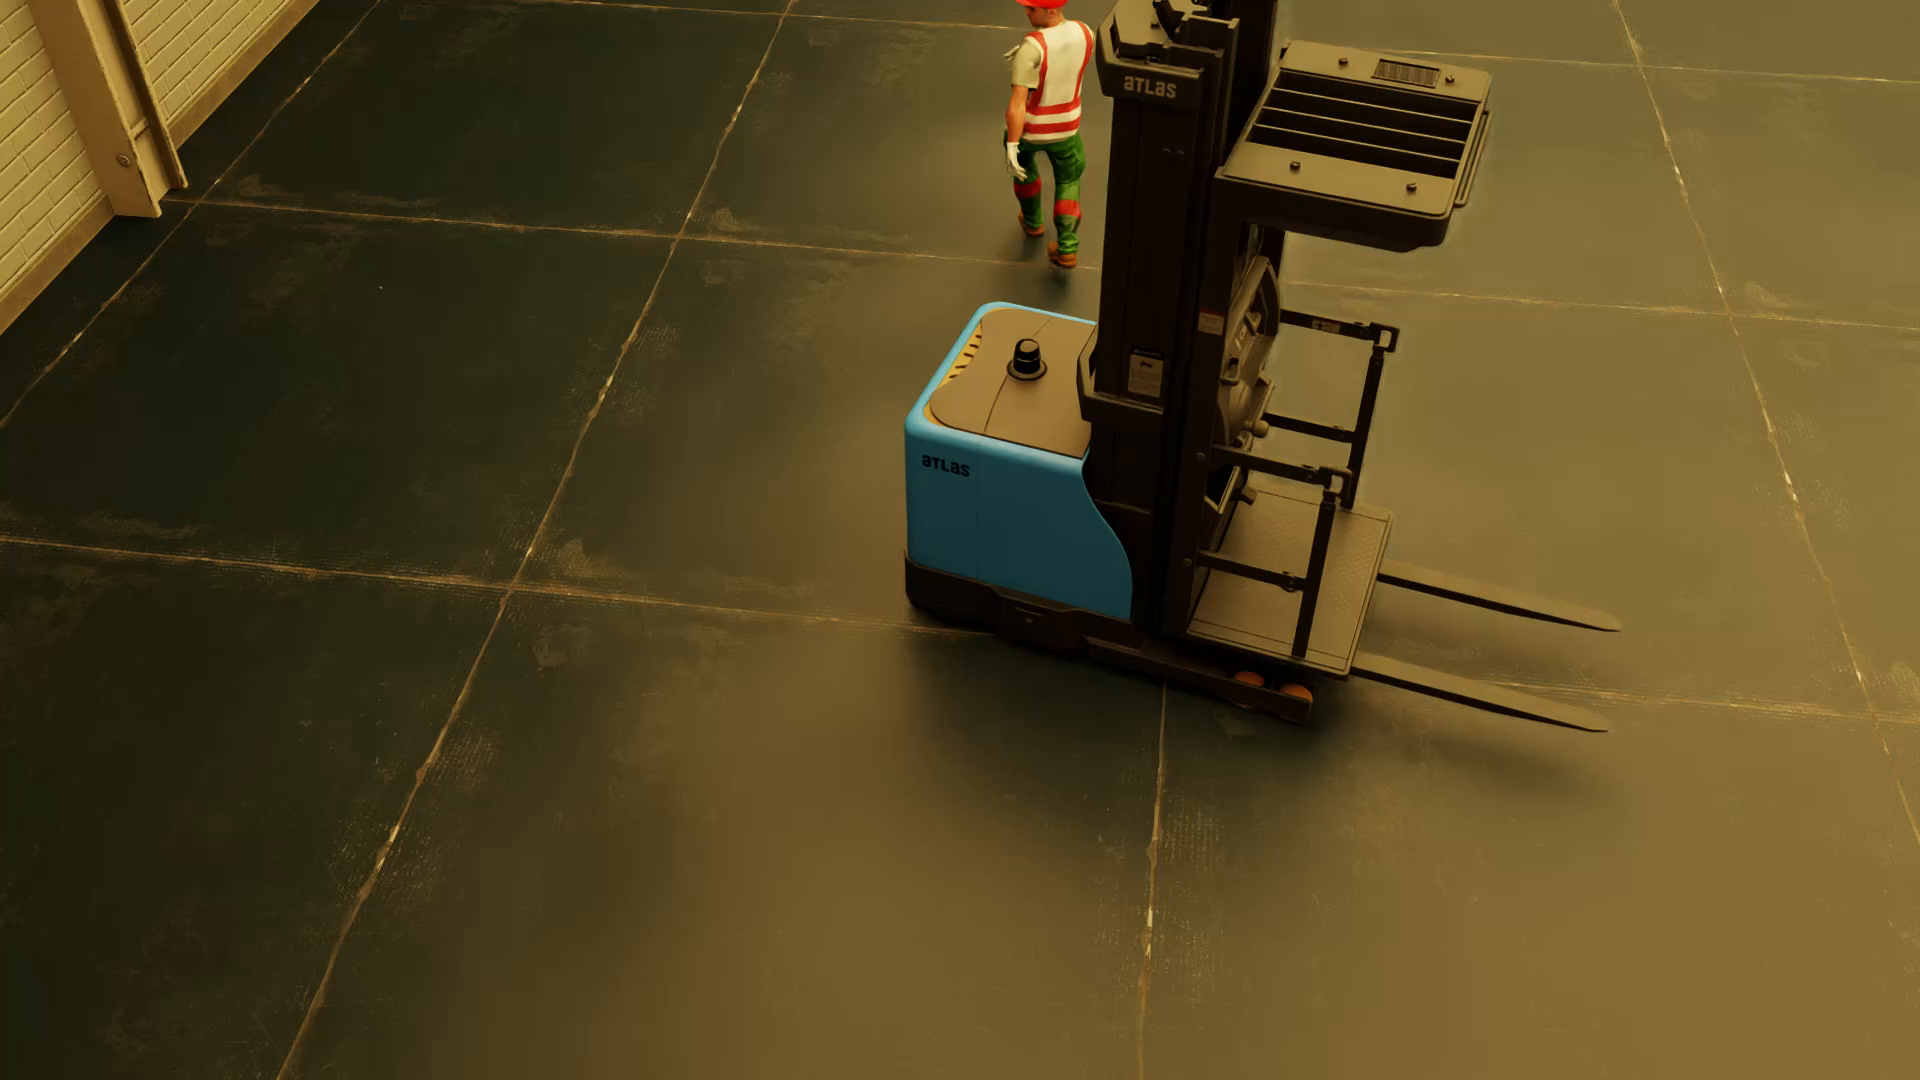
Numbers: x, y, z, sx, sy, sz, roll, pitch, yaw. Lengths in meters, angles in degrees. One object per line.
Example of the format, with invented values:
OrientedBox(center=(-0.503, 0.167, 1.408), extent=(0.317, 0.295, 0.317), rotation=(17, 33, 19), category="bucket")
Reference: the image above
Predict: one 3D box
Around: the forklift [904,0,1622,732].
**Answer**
OrientedBox(center=(1.324, -0.720, 6.508), extent=(3.031, 2.935, 1.130), rotation=(15, 45, 15), category="forklift")

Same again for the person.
OrientedBox(center=(0.468, -2.307, 9.169), extent=(0.583, 1.697, 0.894), rotation=(-8, 43, -8), category="person")
